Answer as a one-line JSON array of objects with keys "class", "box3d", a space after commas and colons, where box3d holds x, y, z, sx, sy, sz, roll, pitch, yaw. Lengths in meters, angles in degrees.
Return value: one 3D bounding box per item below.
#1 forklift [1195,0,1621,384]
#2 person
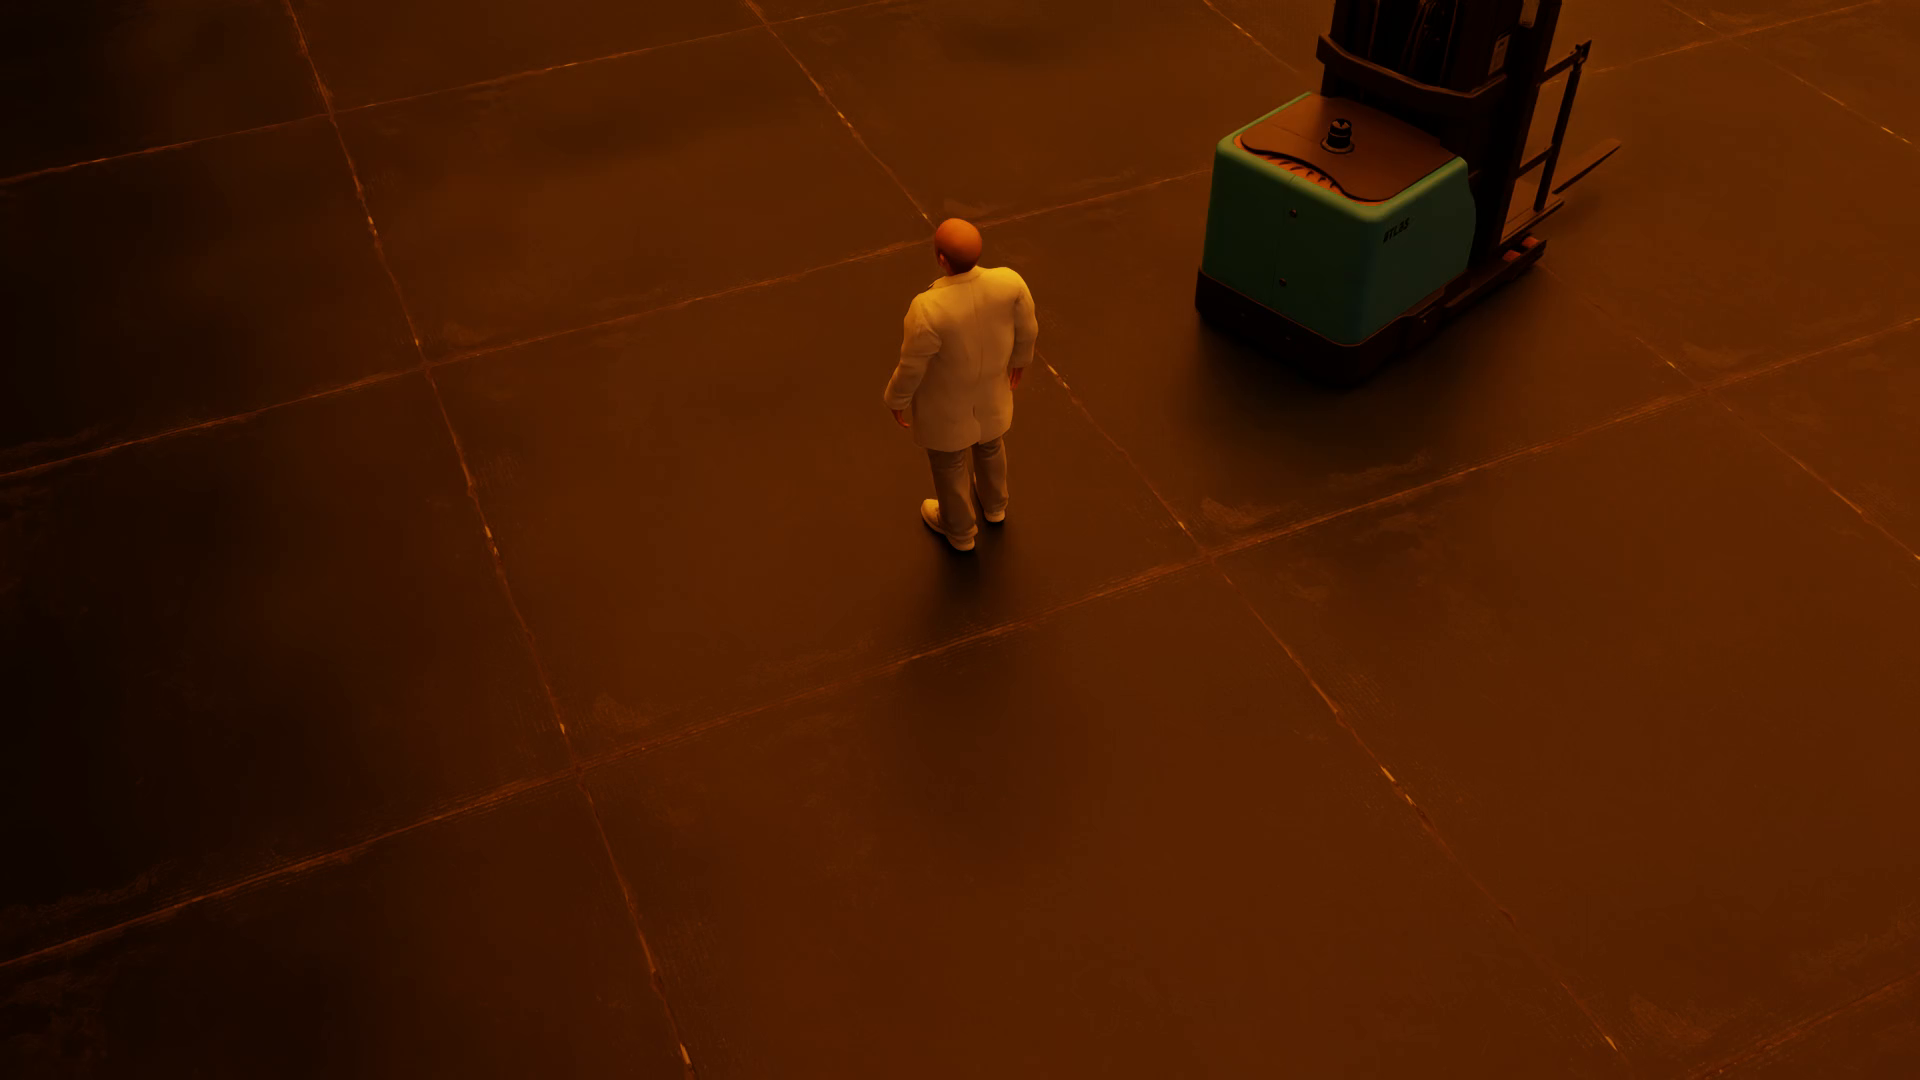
[{"class": "forklift", "box3d": [2.693, -2.769, 8.648, 3.031, 2.935, 1.130, -33, 52, -31]}, {"class": "person", "box3d": [-0.034, -0.712, 7.278, 0.696, 1.775, 0.581, -18, 46, -18]}]
